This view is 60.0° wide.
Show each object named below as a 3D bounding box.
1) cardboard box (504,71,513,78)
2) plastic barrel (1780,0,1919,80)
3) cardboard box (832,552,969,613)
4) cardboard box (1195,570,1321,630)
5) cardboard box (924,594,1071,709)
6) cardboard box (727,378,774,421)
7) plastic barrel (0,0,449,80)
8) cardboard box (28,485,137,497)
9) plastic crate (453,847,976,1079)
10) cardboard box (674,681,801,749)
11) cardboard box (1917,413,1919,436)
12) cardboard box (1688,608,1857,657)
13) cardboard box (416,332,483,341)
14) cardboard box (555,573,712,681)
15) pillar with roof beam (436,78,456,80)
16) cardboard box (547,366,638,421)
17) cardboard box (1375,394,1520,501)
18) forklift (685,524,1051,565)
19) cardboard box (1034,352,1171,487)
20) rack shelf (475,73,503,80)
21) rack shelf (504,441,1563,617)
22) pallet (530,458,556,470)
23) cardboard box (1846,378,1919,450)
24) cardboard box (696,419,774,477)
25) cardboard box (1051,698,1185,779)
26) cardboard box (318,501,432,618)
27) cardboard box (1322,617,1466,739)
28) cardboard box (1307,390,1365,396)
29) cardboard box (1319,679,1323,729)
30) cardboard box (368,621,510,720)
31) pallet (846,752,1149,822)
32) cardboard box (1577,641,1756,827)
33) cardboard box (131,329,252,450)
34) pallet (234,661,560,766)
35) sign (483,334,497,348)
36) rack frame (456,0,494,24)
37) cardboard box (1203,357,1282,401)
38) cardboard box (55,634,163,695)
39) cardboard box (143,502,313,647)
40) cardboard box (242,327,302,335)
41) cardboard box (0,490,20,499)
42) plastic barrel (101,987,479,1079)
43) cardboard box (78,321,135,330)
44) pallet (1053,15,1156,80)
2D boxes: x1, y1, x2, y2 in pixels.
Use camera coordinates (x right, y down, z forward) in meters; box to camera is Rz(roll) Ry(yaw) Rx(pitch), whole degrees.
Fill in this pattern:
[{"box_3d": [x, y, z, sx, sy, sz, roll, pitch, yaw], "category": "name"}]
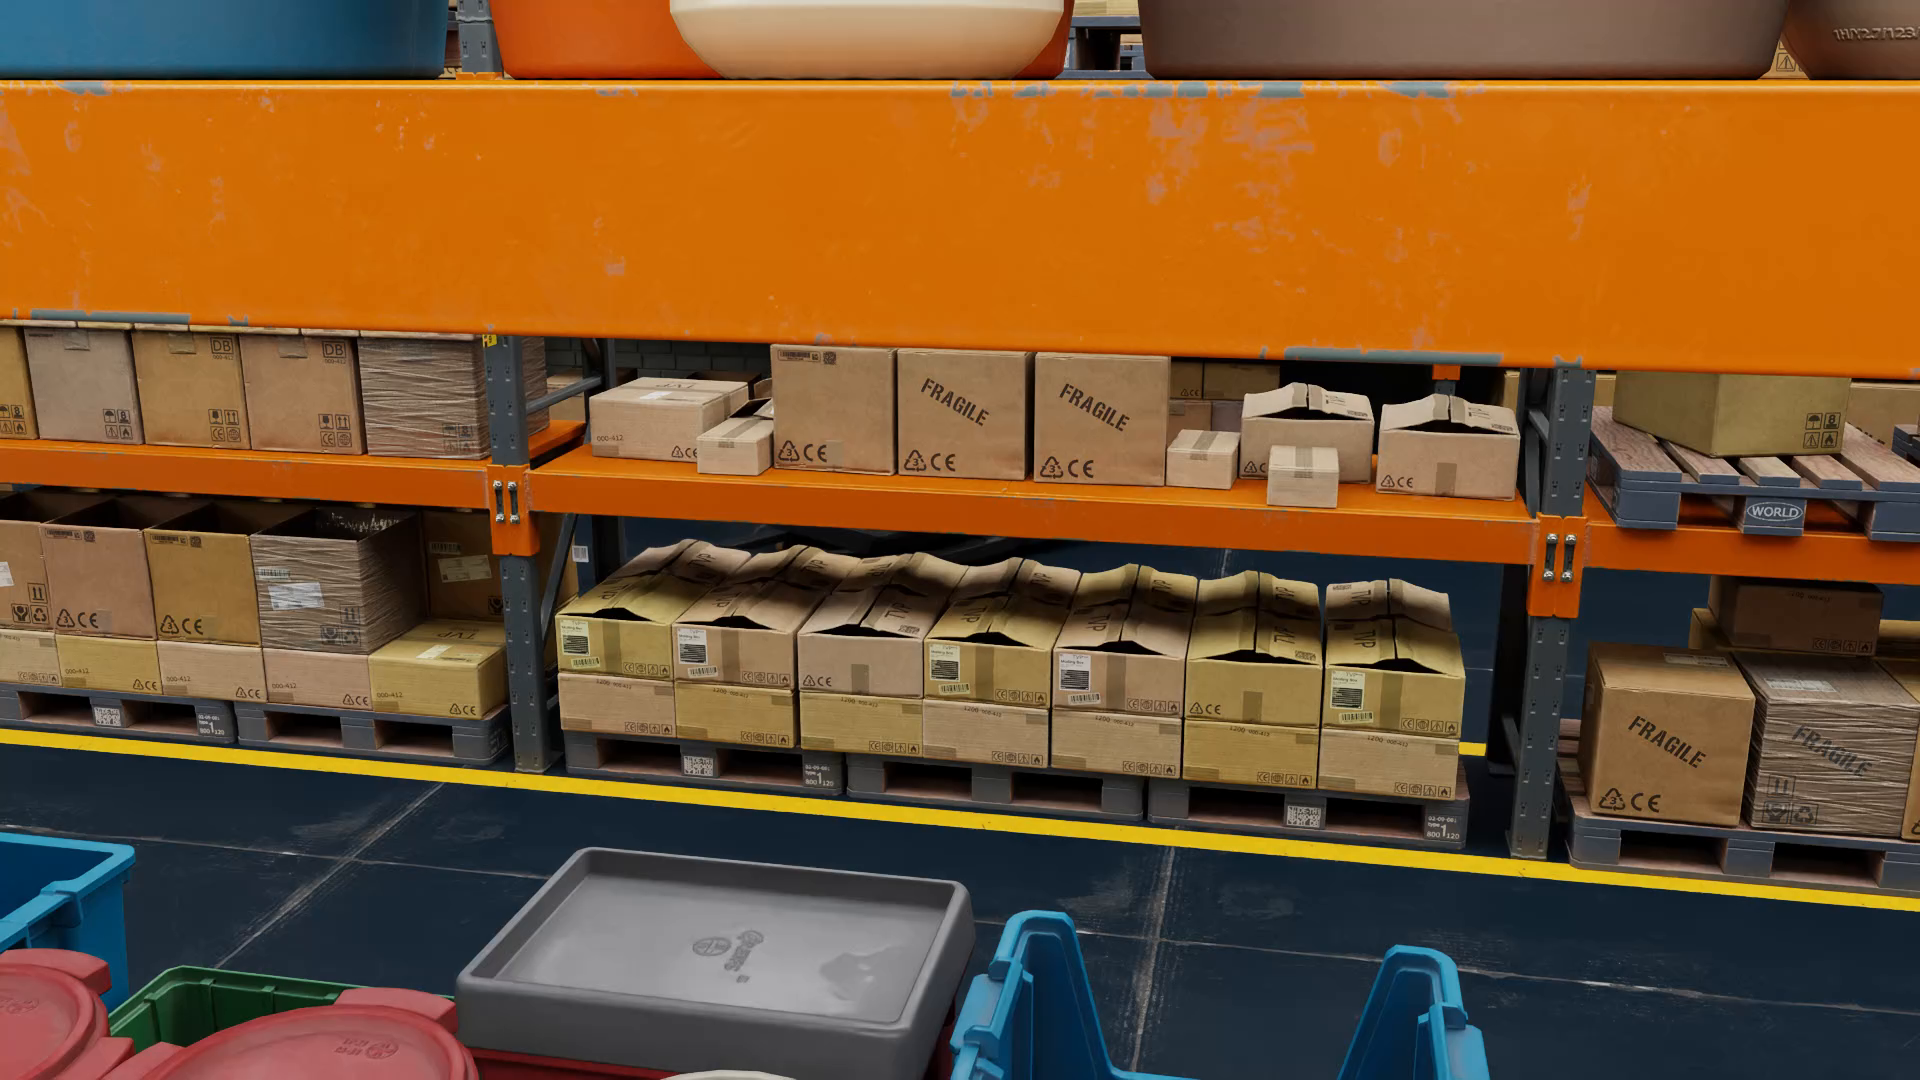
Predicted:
[{"box_3d": [-2.805, -3.438, 11.441, 0.500, 0.500, 0.500, 4, 16, 15], "category": "cardboard box"}, {"box_3d": [0.981, -0.684, 1.515, 0.421, 0.512, 0.421, 0, 15, 0], "category": "plastic barrel"}, {"box_3d": [-0.251, 0.256, 7.263, 0.500, 0.311, 0.500, 3, 16, 11], "category": "cardboard box"}, {"box_3d": [1.244, 0.338, 6.965, 0.500, 0.311, 0.500, 3, 16, 10], "category": "cardboard box"}, {"box_3d": [0.158, 0.425, 6.654, 0.500, 0.311, 0.500, 4, 16, 13], "category": "cardboard box"}, {"box_3d": [-0.806, -0.533, 7.049, 0.258, 0.266, 0.396, 3, 16, 10], "category": "cardboard box"}, {"box_3d": [-0.872, -0.948, 1.738, 0.708, 0.901, 0.600, 3, 16, 11], "category": "plastic barrel"}, {"box_3d": [-4.057, -0.048, 8.005, 0.500, 0.500, 0.500, 3, 16, 11], "category": "cardboard box"}, {"box_3d": [-0.298, 0.715, 2.172, 0.583, 0.464, 0.402, 3, 16, 11], "category": "plastic crate"}, {"box_3d": [-0.858, 0.640, 6.926, 0.500, 0.250, 0.500, 4, 16, 12], "category": "cardboard box"}, {"box_3d": [3.713, -0.532, 5.818, 0.500, 0.500, 0.700, 6, 17, 22], "category": "cardboard box"}, {"box_3d": [3.179, 0.597, 6.575, 0.500, 0.500, 0.500, 4, 16, 13], "category": "cardboard box"}, {"box_3d": [-2.014, -0.916, 6.776, 0.250, 0.149, 0.380, 3, 16, 11], "category": "cardboard box"}, {"box_3d": [-1.349, 0.343, 6.948, 0.500, 0.311, 0.500, 3, 16, 11], "category": "cardboard box"}, {"box_3d": [-4.640, -4.059, 8.289, 0.400, 9.000, 9.100, 3, 16, 11], "category": "pillar with roof beam"}, {"box_3d": [-2.713, -0.970, 12.233, 0.500, 0.500, 0.700, 2, 16, 8], "category": "cardboard box"}, {"box_3d": [1.868, -0.372, 6.381, 0.500, 0.311, 0.500, 4, 16, 15], "category": "cardboard box"}, {"box_3d": [-0.496, -1.278, 9.614, 3.031, 2.935, 1.130, -15, 21, -43], "category": "forklift"}, {"box_3d": [0.568, -0.517, 6.552, 0.500, 0.500, 0.500, 2, 16, 8], "category": "cardboard box"}, {"box_3d": [0.255, -1.589, 6.338, 4.000, 0.370, 1.077, 3, 16, 11], "category": "rack shelf"}, {"box_3d": [0.255, -0.143, 6.738, 4.000, 0.370, 1.077, 3, 16, 11], "category": "rack shelf"}, {"box_3d": [-2.585, -0.639, 12.405, 1.213, 0.211, 1.003, 3, 16, 11], "category": "pallet"}, {"box_3d": [5.584, -0.680, 10.570, 0.750, 0.750, 0.750, 4, 16, 13], "category": "cardboard box"}, {"box_3d": [-0.877, -0.375, 6.697, 0.250, 0.149, 0.380, 3, 16, 11], "category": "cardboard box"}, {"box_3d": [0.653, 0.721, 6.635, 0.500, 0.250, 0.500, 3, 16, 12], "category": "cardboard box"}, {"box_3d": [-2.588, 0.034, 7.710, 0.500, 0.500, 0.500, 3, 16, 11], "category": "cardboard box"}, {"box_3d": [1.653, 0.505, 6.362, 0.500, 0.311, 0.500, 4, 16, 13], "category": "cardboard box"}, {"box_3d": [2.483, -0.712, 11.301, 0.500, 0.500, 0.700, 3, 16, 12], "category": "cardboard box"}, {"box_3d": [1.268, 0.608, 7.043, 0.500, 0.250, 0.500, 3, 16, 10], "category": "cardboard box"}, {"box_3d": [-2.202, 0.559, 7.220, 0.500, 0.250, 0.500, 3, 16, 11], "category": "cardboard box"}, {"box_3d": [0.224, 0.841, 7.062, 1.213, 0.211, 1.003, 3, 16, 11], "category": "pallet"}, {"box_3d": [2.604, 0.708, 6.176, 0.500, 0.500, 0.500, 4, 16, 13], "category": "cardboard box"}, {"box_3d": [-3.150, -0.721, 7.287, 0.500, 0.500, 0.700, 3, 16, 12], "category": "cardboard box"}, {"box_3d": [-2.475, 0.694, 7.591, 1.213, 0.211, 1.003, 3, 16, 11], "category": "pallet"}, {"box_3d": [-1.814, -0.907, 6.376, 0.005, 0.325, 0.100, 3, 16, 11], "category": "sign"}, {"box_3d": [-1.704, -3.488, 6.225, 0.127, 3.000, 1.000, 3, 16, 11], "category": "rack frame"}, {"box_3d": [1.937, -1.120, 11.370, 0.500, 0.250, 0.500, 3, 16, 12], "category": "cardboard box"}, {"box_3d": [-3.673, 0.480, 7.503, 0.500, 0.250, 0.500, 3, 16, 11], "category": "cardboard box"}, {"box_3d": [-3.181, 0.142, 7.319, 0.500, 0.500, 0.500, 3, 16, 11], "category": "cardboard box"}, {"box_3d": [-2.770, -0.956, 6.923, 0.250, 0.149, 0.380, 3, 16, 11], "category": "cardboard box"}, {"box_3d": [-4.653, 0.065, 7.598, 0.500, 0.500, 0.500, 3, 16, 11], "category": "cardboard box"}, {"box_3d": [-0.658, 0.804, 1.716, 0.433, 0.535, 0.433, 0, 15, 0], "category": "plastic barrel"}, {"box_3d": [-3.518, -0.997, 7.070, 0.250, 0.149, 0.380, 4, 16, 13], "category": "cardboard box"}, {"box_3d": [0.436, -1.810, 6.141, 1.213, 0.211, 1.003, 4, 16, 14], "category": "pallet"}]
